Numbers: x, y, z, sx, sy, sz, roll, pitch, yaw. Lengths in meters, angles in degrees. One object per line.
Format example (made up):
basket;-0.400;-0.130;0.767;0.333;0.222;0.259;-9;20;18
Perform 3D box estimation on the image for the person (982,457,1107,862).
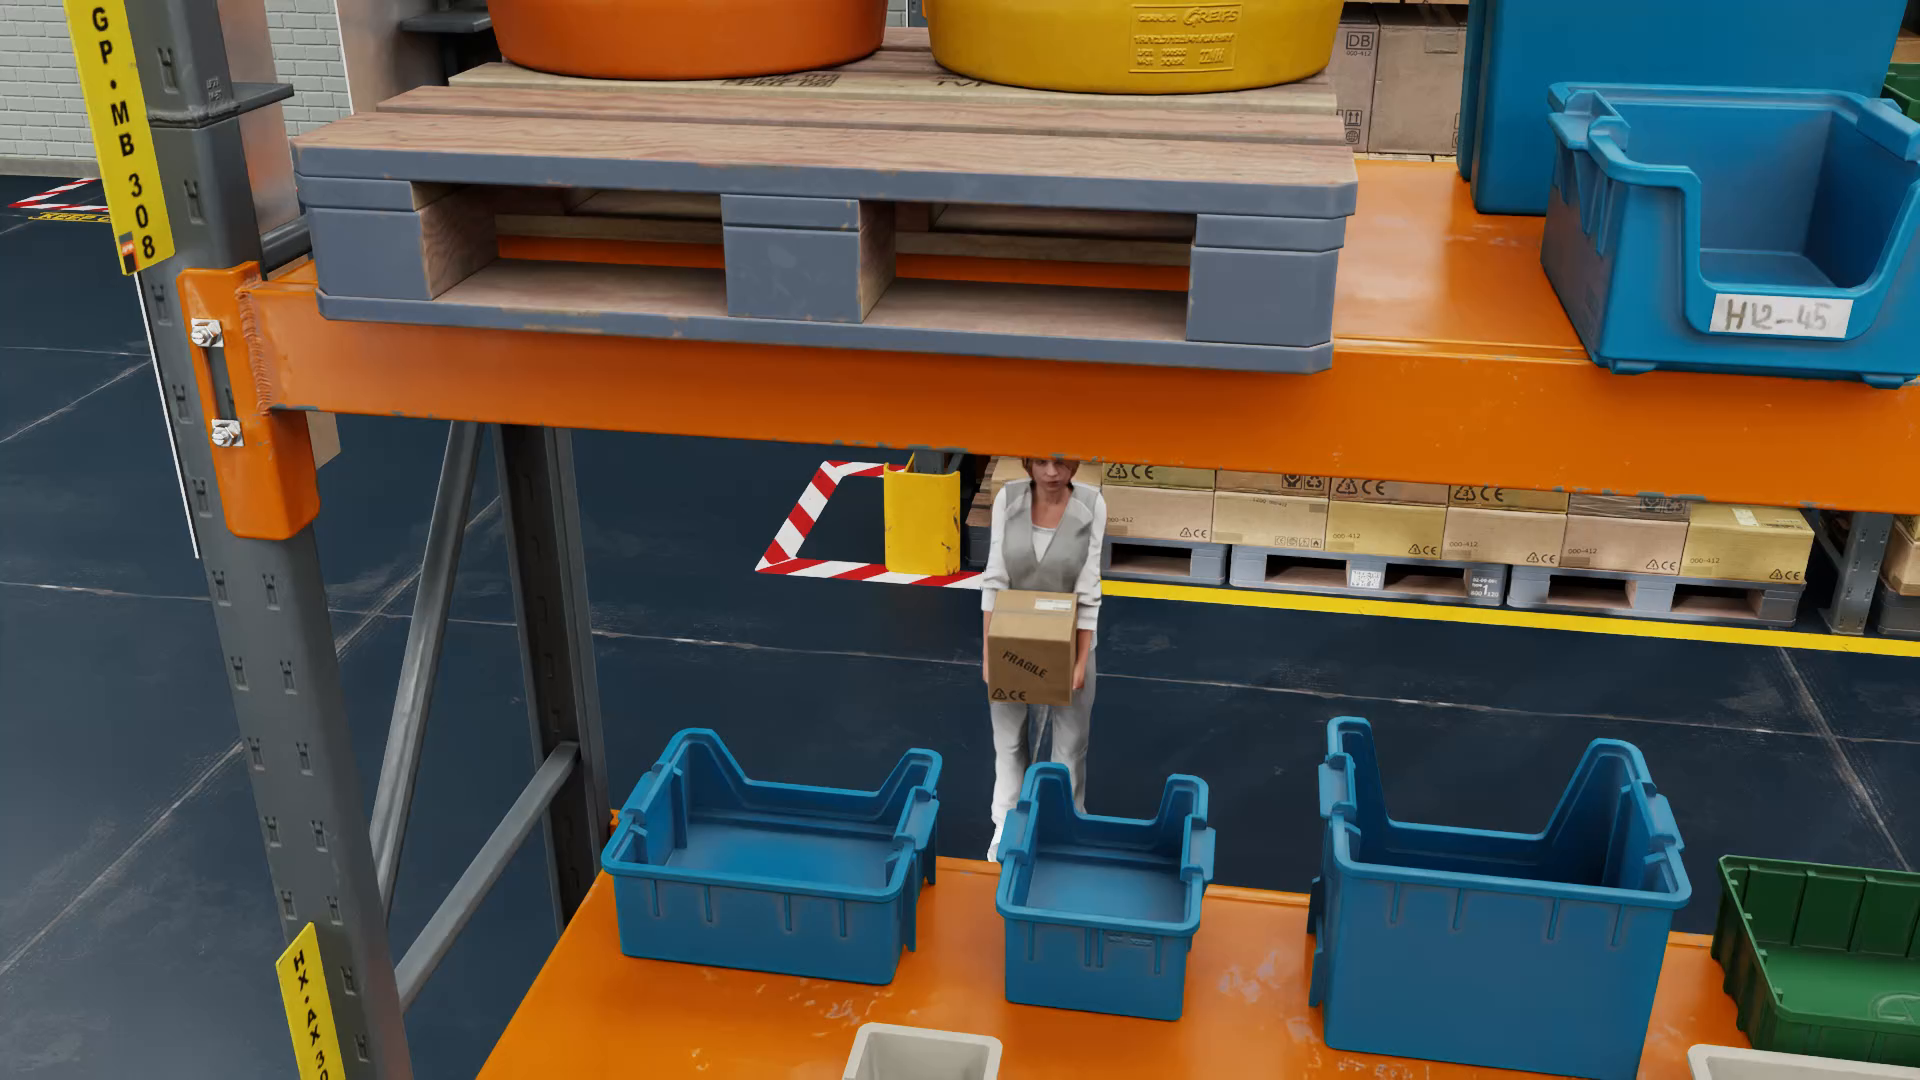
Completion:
person;0.260;0.385;5.315;0.375;1.594;0.502;4;26;8
